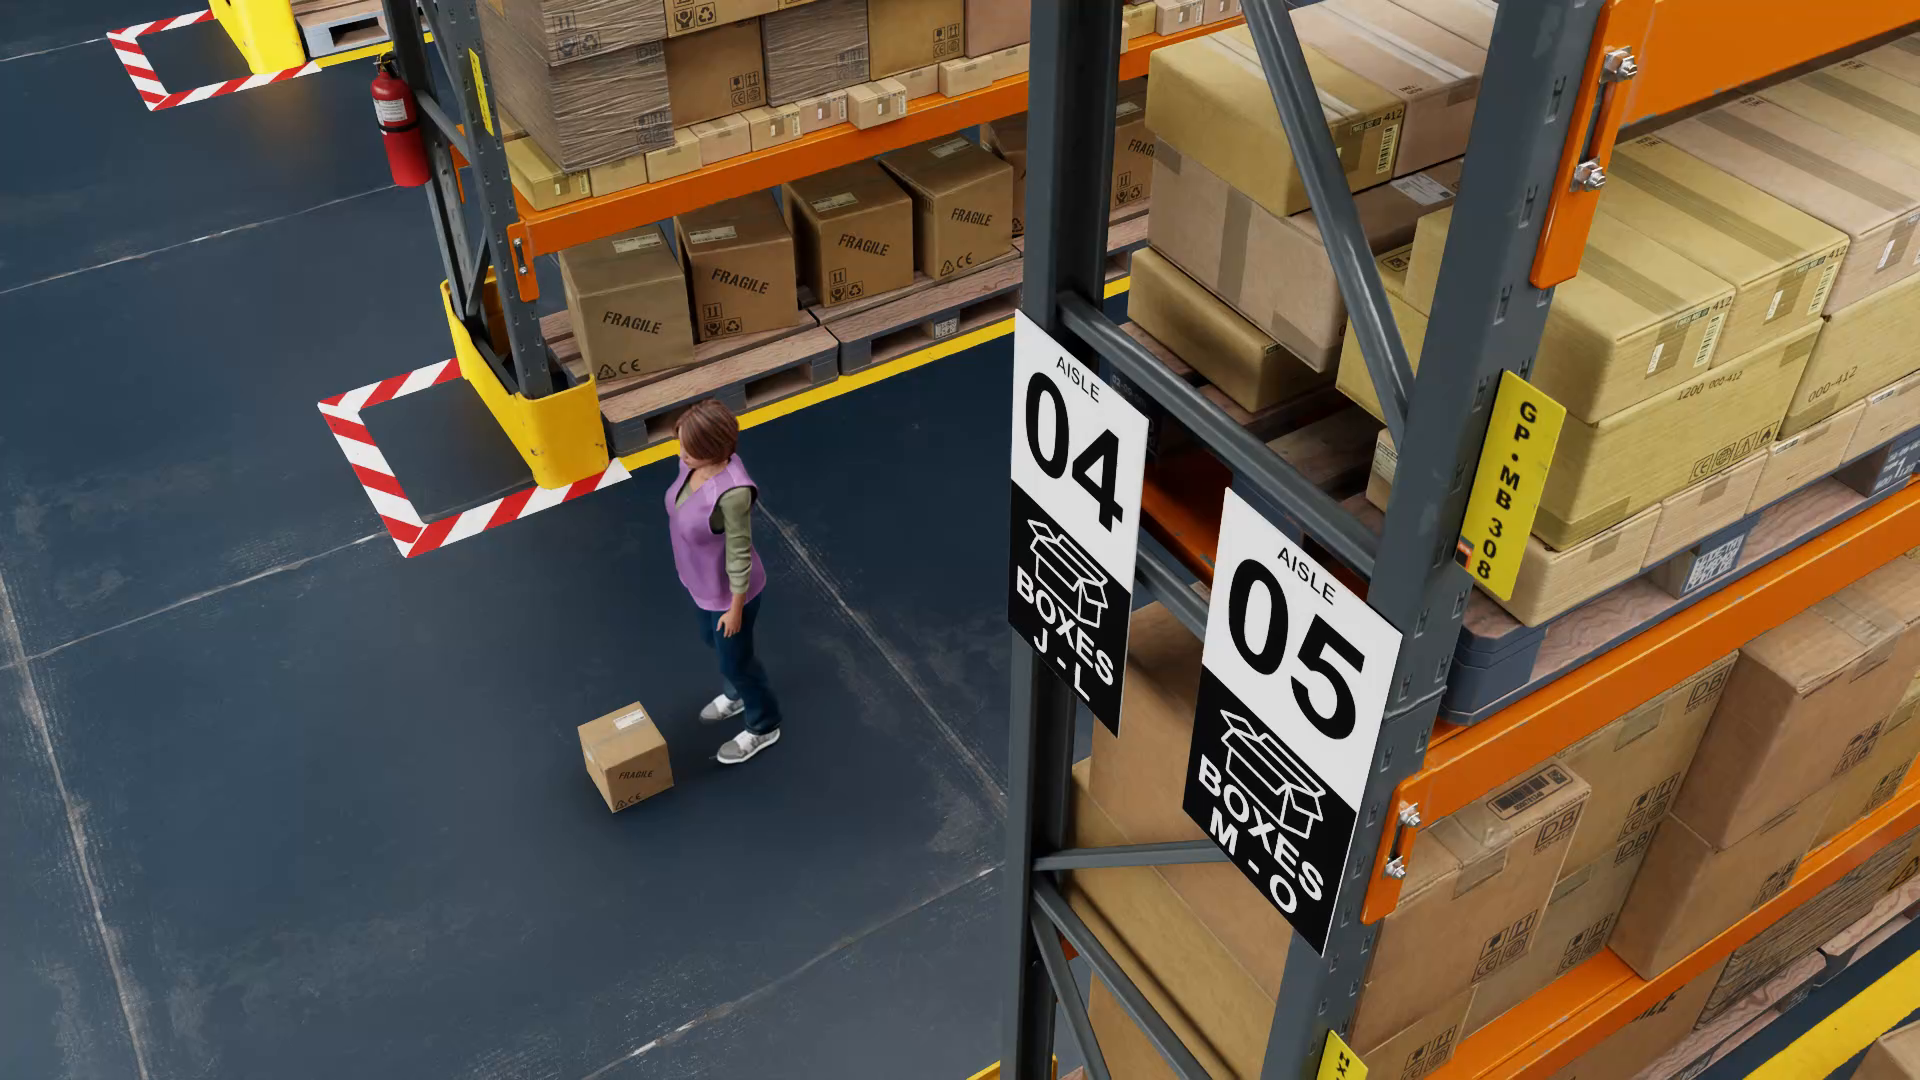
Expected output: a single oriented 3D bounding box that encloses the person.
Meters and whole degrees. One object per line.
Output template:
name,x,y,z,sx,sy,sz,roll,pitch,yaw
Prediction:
person,-0.862,0.244,6.077,0.300,1.387,0.361,-22,46,-23
